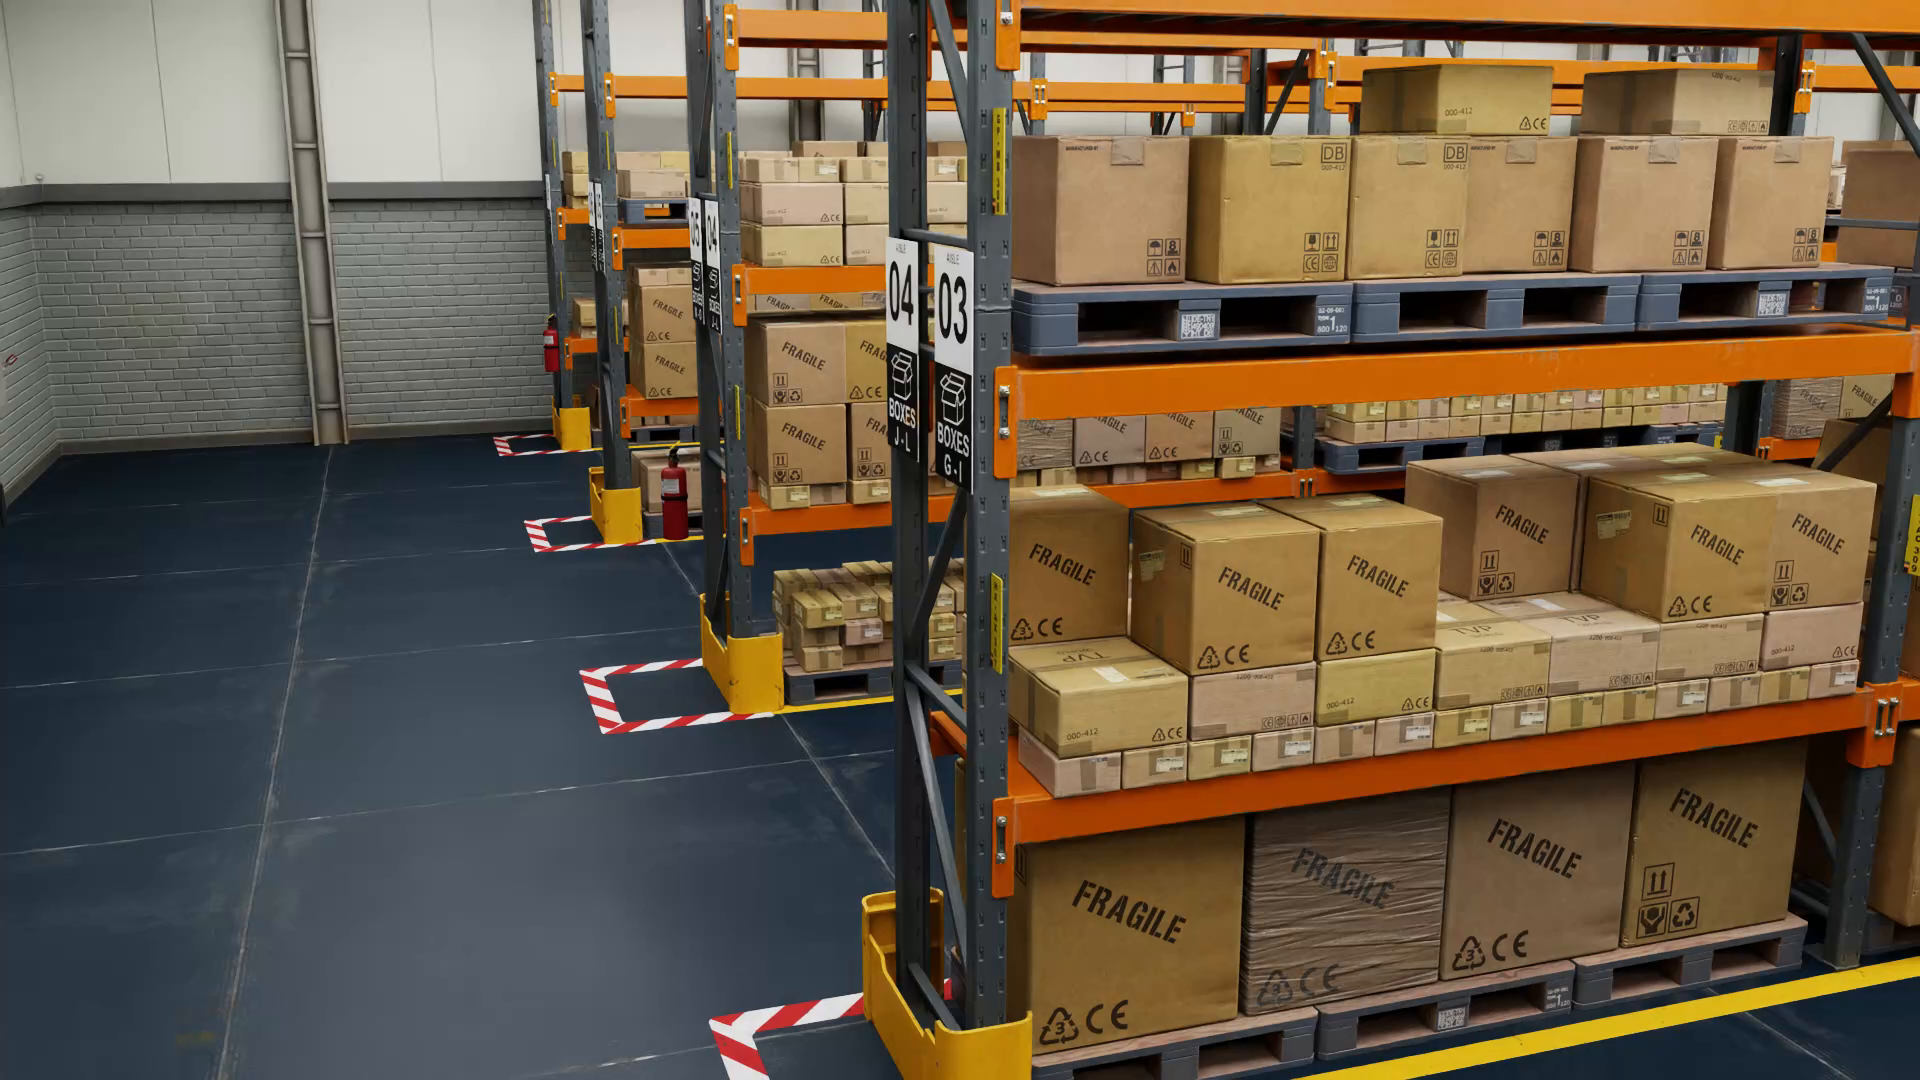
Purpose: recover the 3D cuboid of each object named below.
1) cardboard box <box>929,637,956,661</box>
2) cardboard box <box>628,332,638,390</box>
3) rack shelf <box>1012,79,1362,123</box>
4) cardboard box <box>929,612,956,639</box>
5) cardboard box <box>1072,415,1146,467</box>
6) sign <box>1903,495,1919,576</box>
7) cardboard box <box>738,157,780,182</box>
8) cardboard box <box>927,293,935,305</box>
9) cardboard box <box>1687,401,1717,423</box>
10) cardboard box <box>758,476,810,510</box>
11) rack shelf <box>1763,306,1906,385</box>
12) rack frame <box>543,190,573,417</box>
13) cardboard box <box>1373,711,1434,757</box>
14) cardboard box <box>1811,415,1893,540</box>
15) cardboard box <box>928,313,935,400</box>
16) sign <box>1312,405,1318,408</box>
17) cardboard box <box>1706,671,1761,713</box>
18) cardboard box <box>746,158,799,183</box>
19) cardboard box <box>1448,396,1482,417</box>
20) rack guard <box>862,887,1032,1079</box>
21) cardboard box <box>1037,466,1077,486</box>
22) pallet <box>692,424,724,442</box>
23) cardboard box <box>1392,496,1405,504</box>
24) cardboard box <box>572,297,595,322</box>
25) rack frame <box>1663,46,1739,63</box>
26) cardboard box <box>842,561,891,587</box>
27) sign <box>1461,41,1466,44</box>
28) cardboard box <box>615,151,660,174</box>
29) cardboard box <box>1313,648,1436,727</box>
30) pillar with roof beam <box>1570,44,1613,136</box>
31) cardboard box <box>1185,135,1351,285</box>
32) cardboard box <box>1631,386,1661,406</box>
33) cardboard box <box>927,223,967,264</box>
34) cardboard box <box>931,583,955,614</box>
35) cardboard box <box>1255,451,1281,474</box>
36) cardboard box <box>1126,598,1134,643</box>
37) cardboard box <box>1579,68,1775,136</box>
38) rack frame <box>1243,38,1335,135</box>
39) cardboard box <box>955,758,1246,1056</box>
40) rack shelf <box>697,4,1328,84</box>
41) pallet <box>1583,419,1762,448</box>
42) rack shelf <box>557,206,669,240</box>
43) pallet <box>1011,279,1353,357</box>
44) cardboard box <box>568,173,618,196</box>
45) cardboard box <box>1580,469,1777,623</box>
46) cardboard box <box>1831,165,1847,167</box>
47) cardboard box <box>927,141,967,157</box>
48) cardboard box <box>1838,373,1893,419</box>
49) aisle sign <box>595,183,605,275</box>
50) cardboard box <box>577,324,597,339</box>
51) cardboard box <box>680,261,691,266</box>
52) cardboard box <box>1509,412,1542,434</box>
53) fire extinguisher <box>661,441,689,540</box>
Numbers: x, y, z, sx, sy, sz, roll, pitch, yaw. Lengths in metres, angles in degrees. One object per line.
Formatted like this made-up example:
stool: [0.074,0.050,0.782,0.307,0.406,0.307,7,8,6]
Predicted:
cardboard box: [-0.205,0.684,11.147,0.250,0.149,0.380,-4,14,-17]
cardboard box: [-2.838,-1.699,15.695,0.500,0.500,0.500,-4,14,-18]
rack shelf: [2.476,-4.374,16.610,4.000,0.370,1.077,-4,14,-18]
cardboard box: [-0.198,0.537,11.123,0.250,0.149,0.380,-4,14,-16]
cardboard box: [0.923,-0.795,11.251,0.500,0.500,0.500,-5,14,-18]
sign: [3.920,-0.017,6.796,0.005,0.325,0.100,-4,14,-18]
cardboard box: [-1.314,-2.391,10.720,0.250,0.149,0.380,-5,14,-19]
cardboard box: [-0.262,-2.256,15.876,0.500,0.500,0.500,-5,14,-19]
cardboard box: [5.490,-0.996,12.590,0.250,0.149,0.380,-4,14,-18]
cardboard box: [-1.124,-0.308,10.607,0.250,0.149,0.380,-5,14,-19]
rack shelf: [5.637,-0.935,7.773,4.000,0.370,1.077,-4,14,-18]
rack frame: [-4.797,-2.645,19.888,0.127,3.000,1.000,-4,14,-18]
cardboard box: [1.610,0.690,6.411,0.250,0.149,0.380,-5,14,-19]
cardboard box: [4.344,-0.264,7.494,0.637,0.503,0.797,-5,14,-20]
cardboard box: [-0.049,-1.205,10.816,0.500,0.500,0.500,-5,14,-19]
sign: [2.436,-1.077,11.423,0.005,0.325,0.100,-4,14,-18]
cardboard box: [3.070,0.576,6.889,0.250,0.149,0.380,-5,14,-19]
cardboard box: [-1.156,-2.276,10.237,0.250,0.149,0.380,-5,14,-19]
cardboard box: [3.511,-0.987,11.909,0.250,0.149,0.380,-5,14,-20]
rack guard: [-0.072,1.835,6.457,0.348,0.500,1.175,-4,14,-18]
cardboard box: [0.600,-0.448,11.194,0.250,0.149,0.380,-4,14,-17]
pallet: [-2.815,-1.442,20.858,1.213,0.211,1.003,-4,14,-18]
cardboard box: [3.544,-0.163,12.328,0.500,0.250,0.500,-4,14,-17]
cardboard box: [-4.446,-2.809,20.259,0.500,0.250,0.500,-4,14,-16]
rack frame: [8.163,-5.361,18.342,0.127,3.000,1.000,-4,14,-18]
cardboard box: [-0.654,0.267,11.613,0.250,0.149,0.380,-5,14,-19]
sign: [6.761,-6.824,22.304,0.005,0.325,0.100,-4,14,-18]
cardboard box: [-3.808,-4.430,19.513,0.500,0.250,0.500,-5,14,-18]
cardboard box: [1.459,0.493,6.378,0.500,0.250,0.500,-5,14,-20]
pillar with roof beam: [10.793,-5.947,20.804,0.400,9.000,9.100,-4,14,-18]
cardboard box: [0.998,-1.209,6.031,0.500,0.500,0.700,-5,14,-20]
cardboard box: [4.985,-1.101,12.389,0.250,0.149,0.380,-4,14,-18]
cardboard box: [-0.044,-1.921,10.685,0.500,0.250,0.500,-5,14,-20]
cardboard box: [-0.220,0.377,11.151,0.250,0.149,0.380,-5,14,-21]
cardboard box: [2.059,-0.579,11.746,0.250,0.149,0.380,-5,14,-19]
cardboard box: [0.806,0.414,6.710,0.500,0.250,0.500,-5,14,-19]
cardboard box: [2.848,-1.736,6.625,0.500,0.250,0.500,-5,14,-22]
rack frame: [2.255,-3.692,11.327,0.127,3.000,1.000,-4,14,-18]
cardboard box: [0.531,1.381,6.645,0.875,0.875,0.875,-4,14,-18]
rack shelf: [0.360,-3.193,10.790,4.000,0.370,1.077,-4,14,-18]
pallet: [5.405,-0.900,12.965,1.003,0.211,1.213,-4,14,-18]
rack shelf: [-2.901,-3.902,20.245,4.000,0.370,1.077,-4,14,-18]
pallet: [0.650,-0.857,6.078,1.213,0.211,1.003,-4,14,-18]
cardboard box: [-4.289,-4.149,19.410,0.500,0.250,0.500,-5,14,-19]
cardboard box: [2.915,0.014,6.772,0.500,0.500,0.500,-4,14,-17]
cardboard box: [6.941,-2.881,13.466,0.500,0.311,0.500,-4,14,-18]
cardboard box: [-0.044,-3.616,16.146,0.500,0.500,0.500,-4,14,-17]
cardboard box: [7.039,-1.130,13.301,0.500,0.500,0.500,-5,14,-19]
aisle sign: [-3.186,-2.753,14.722,0.004,0.787,0.394,-4,14,-18]
cardboard box: [-4.398,-2.487,19.766,0.250,0.149,0.380,-5,14,-18]
cardboard box: [-2.483,-2.539,15.665,0.250,0.149,0.380,-5,14,-19]
cardboard box: [4.011,-0.882,12.110,0.250,0.149,0.380,-5,14,-19]
fire extinguisher: [-1.922,-0.342,11.179,0.183,0.674,0.296,-4,14,-18]
